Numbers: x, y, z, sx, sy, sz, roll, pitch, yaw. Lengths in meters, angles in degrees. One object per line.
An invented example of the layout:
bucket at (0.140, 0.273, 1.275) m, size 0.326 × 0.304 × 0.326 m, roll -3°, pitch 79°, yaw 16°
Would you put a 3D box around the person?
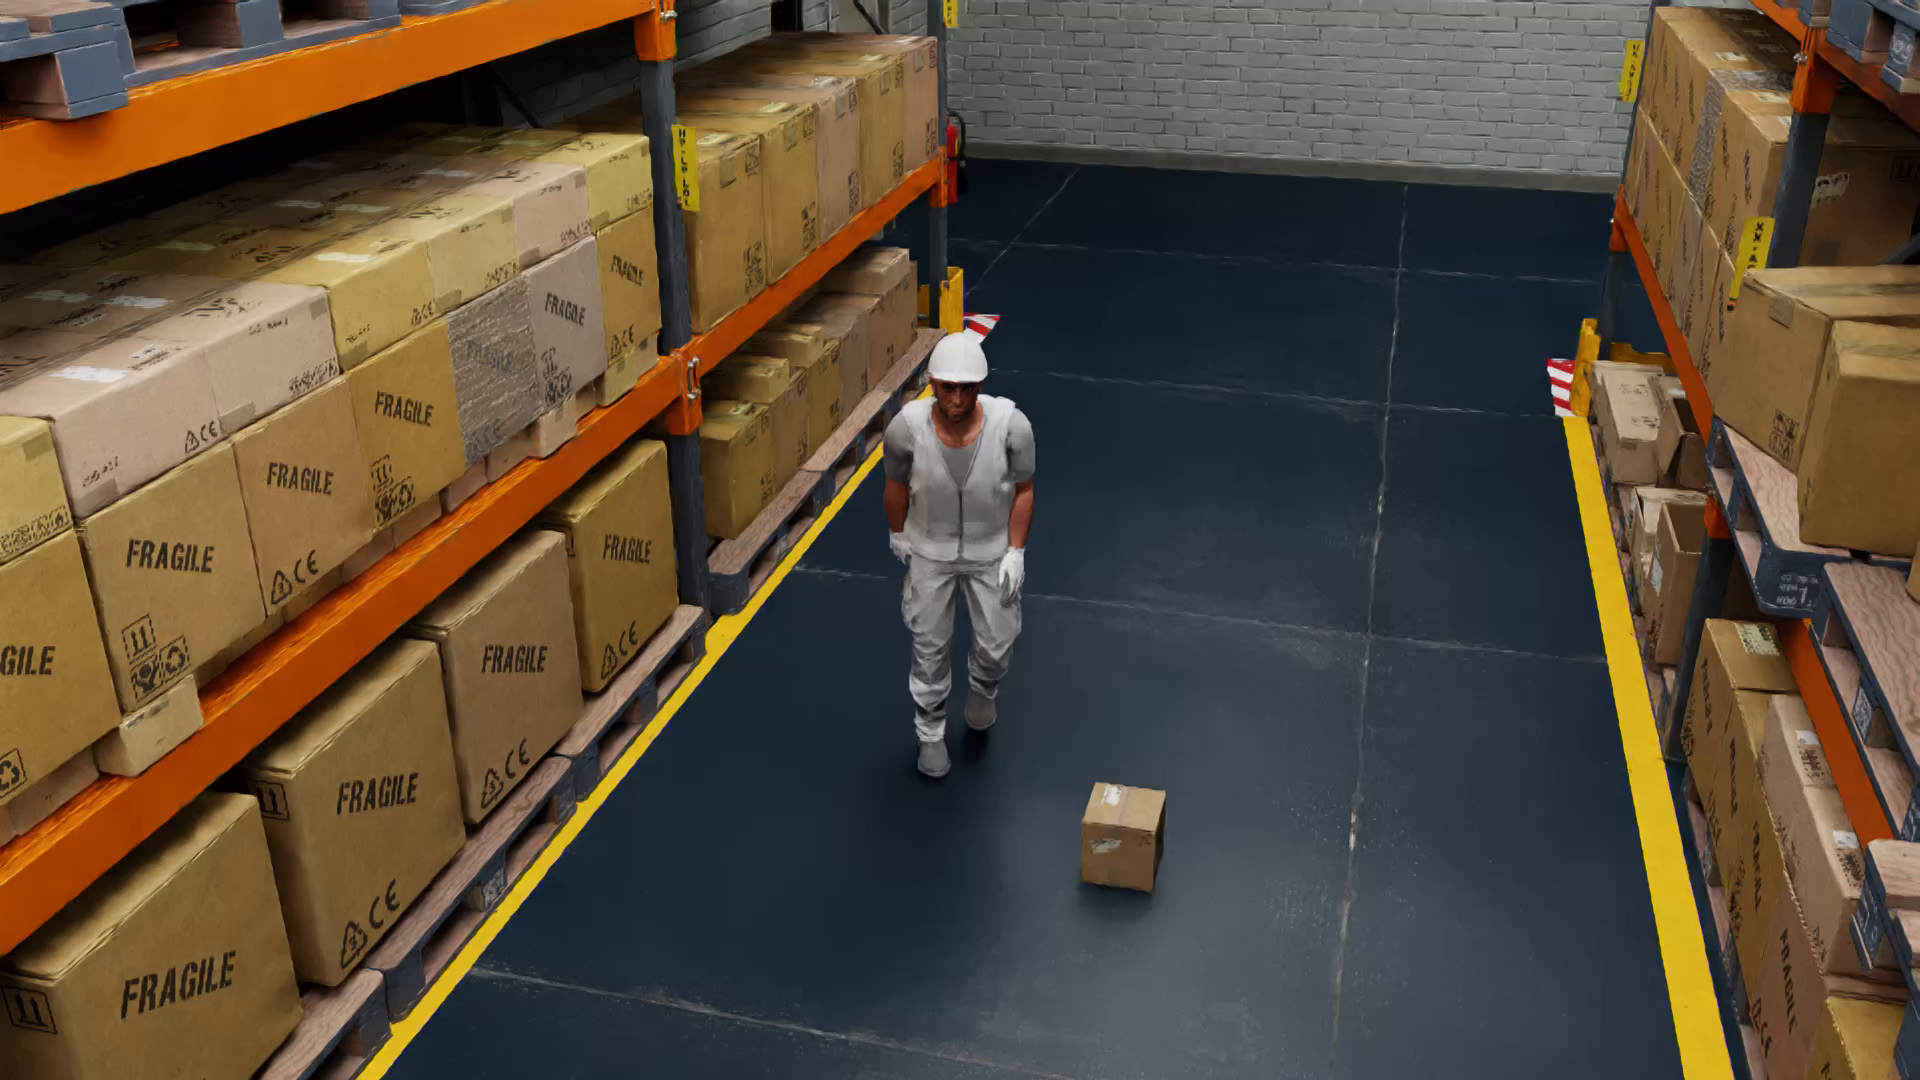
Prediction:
person at (-0.005, 0.044, 6.010) m, size 0.536 × 1.761 × 0.682 m, roll -1°, pitch 25°, yaw -2°
